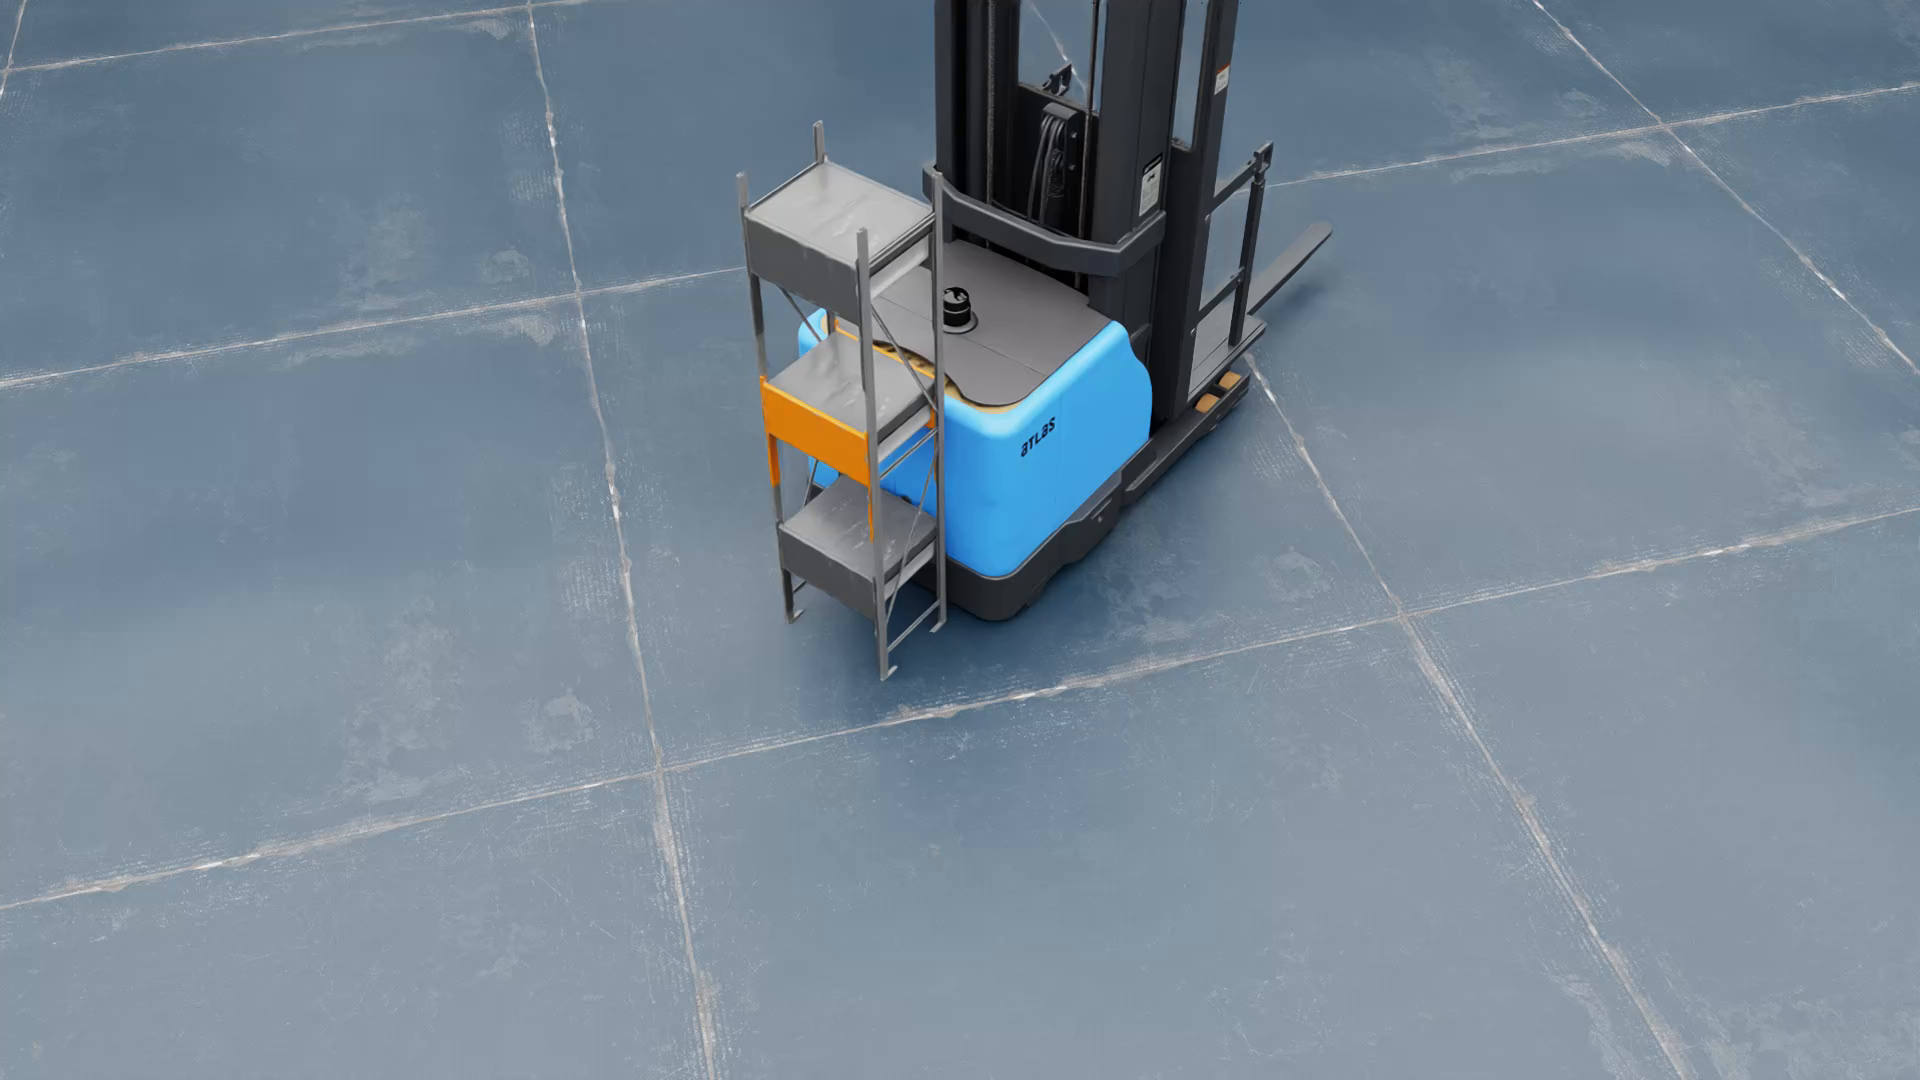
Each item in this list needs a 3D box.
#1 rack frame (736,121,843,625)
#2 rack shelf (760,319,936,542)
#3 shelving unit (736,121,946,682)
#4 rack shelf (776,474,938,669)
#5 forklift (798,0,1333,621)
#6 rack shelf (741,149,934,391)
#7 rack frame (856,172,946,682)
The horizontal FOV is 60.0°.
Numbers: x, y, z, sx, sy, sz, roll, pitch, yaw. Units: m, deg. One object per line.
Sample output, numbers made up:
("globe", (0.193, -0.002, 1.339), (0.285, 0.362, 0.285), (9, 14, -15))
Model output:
("rack frame", (-0.571, -0.509, 6.030), (0.015, 2.100, 0.400), (29, 52, 25))
("rack shelf", (-0.377, -0.394, 5.936), (0.480, 0.518, 0.431), (29, 52, 25))
("shelving unit", (-0.377, -0.403, 5.926), (0.503, 2.100, 0.431), (29, 52, 25))
("rack shelf", (-0.377, 0.096, 6.436), (0.480, 0.518, 0.431), (29, 52, 25))
("forklift", (0.661, -1.711, 6.625), (1.130, 2.935, 3.031), (29, 52, 25))
("rack shelf", (-0.377, -0.884, 5.436), (0.480, 0.518, 0.431), (29, 52, 25))
("rack frame", (-0.183, -0.298, 5.822), (0.015, 2.100, 0.400), (29, 52, 25))
